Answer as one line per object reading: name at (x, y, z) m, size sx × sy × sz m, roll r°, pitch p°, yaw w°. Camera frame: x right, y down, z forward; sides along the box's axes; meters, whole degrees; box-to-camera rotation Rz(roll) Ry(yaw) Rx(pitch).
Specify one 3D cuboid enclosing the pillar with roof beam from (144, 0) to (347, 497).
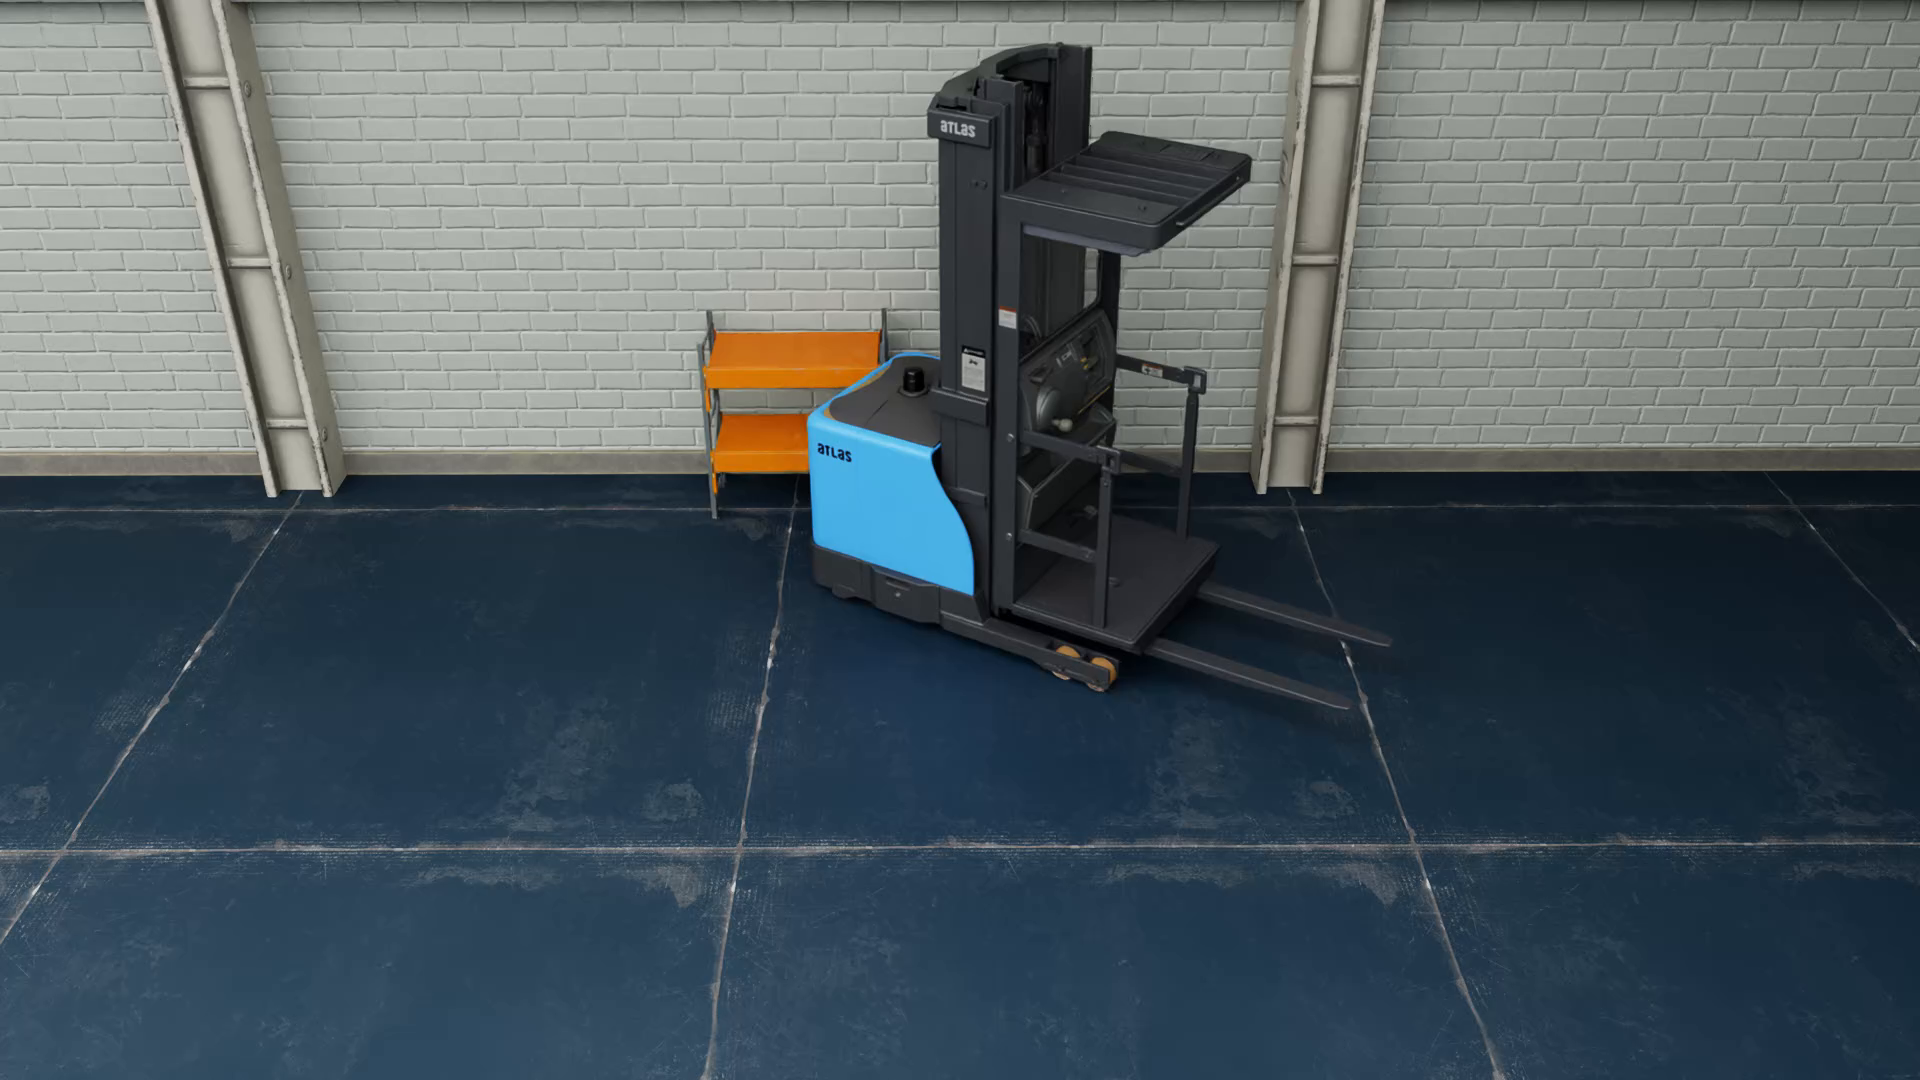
pillar with roof beam at (-3.973, -1.956, 4.188) m, size 0.400 × 9.000 × 9.100 m, roll 0°, pitch 31°, yaw 0°

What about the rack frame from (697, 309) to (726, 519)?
rack frame at (-1.455, -0.735, 9.765) m, size 0.032 × 1.125 × 0.500 m, roll 0°, pitch 31°, yaw -1°

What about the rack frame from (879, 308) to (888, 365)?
rack frame at (-0.438, -0.743, 9.778) m, size 0.032 × 1.125 × 0.500 m, roll 0°, pitch 31°, yaw -1°

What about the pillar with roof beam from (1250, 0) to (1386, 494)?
pillar with roof beam at (2.027, -1.975, 4.219) m, size 0.400 × 9.000 × 9.100 m, roll 0°, pitch 31°, yaw 0°

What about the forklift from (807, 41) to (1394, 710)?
forklift at (0.716, -0.808, 8.145) m, size 3.031 × 2.935 × 1.130 m, roll 17°, pitch 35°, yaw 26°

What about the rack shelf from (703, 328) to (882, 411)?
rack shelf at (-0.946, -0.990, 9.620) m, size 1.000 × 0.278 × 0.538 m, roll 0°, pitch 31°, yaw -1°

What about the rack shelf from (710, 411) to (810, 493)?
rack shelf at (-0.946, -0.530, 9.897) m, size 1.000 × 0.278 × 0.538 m, roll 0°, pitch 31°, yaw -1°

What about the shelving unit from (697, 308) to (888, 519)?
shelving unit at (-0.946, -0.739, 9.771) m, size 1.048 × 1.125 × 0.538 m, roll 0°, pitch 31°, yaw -1°
